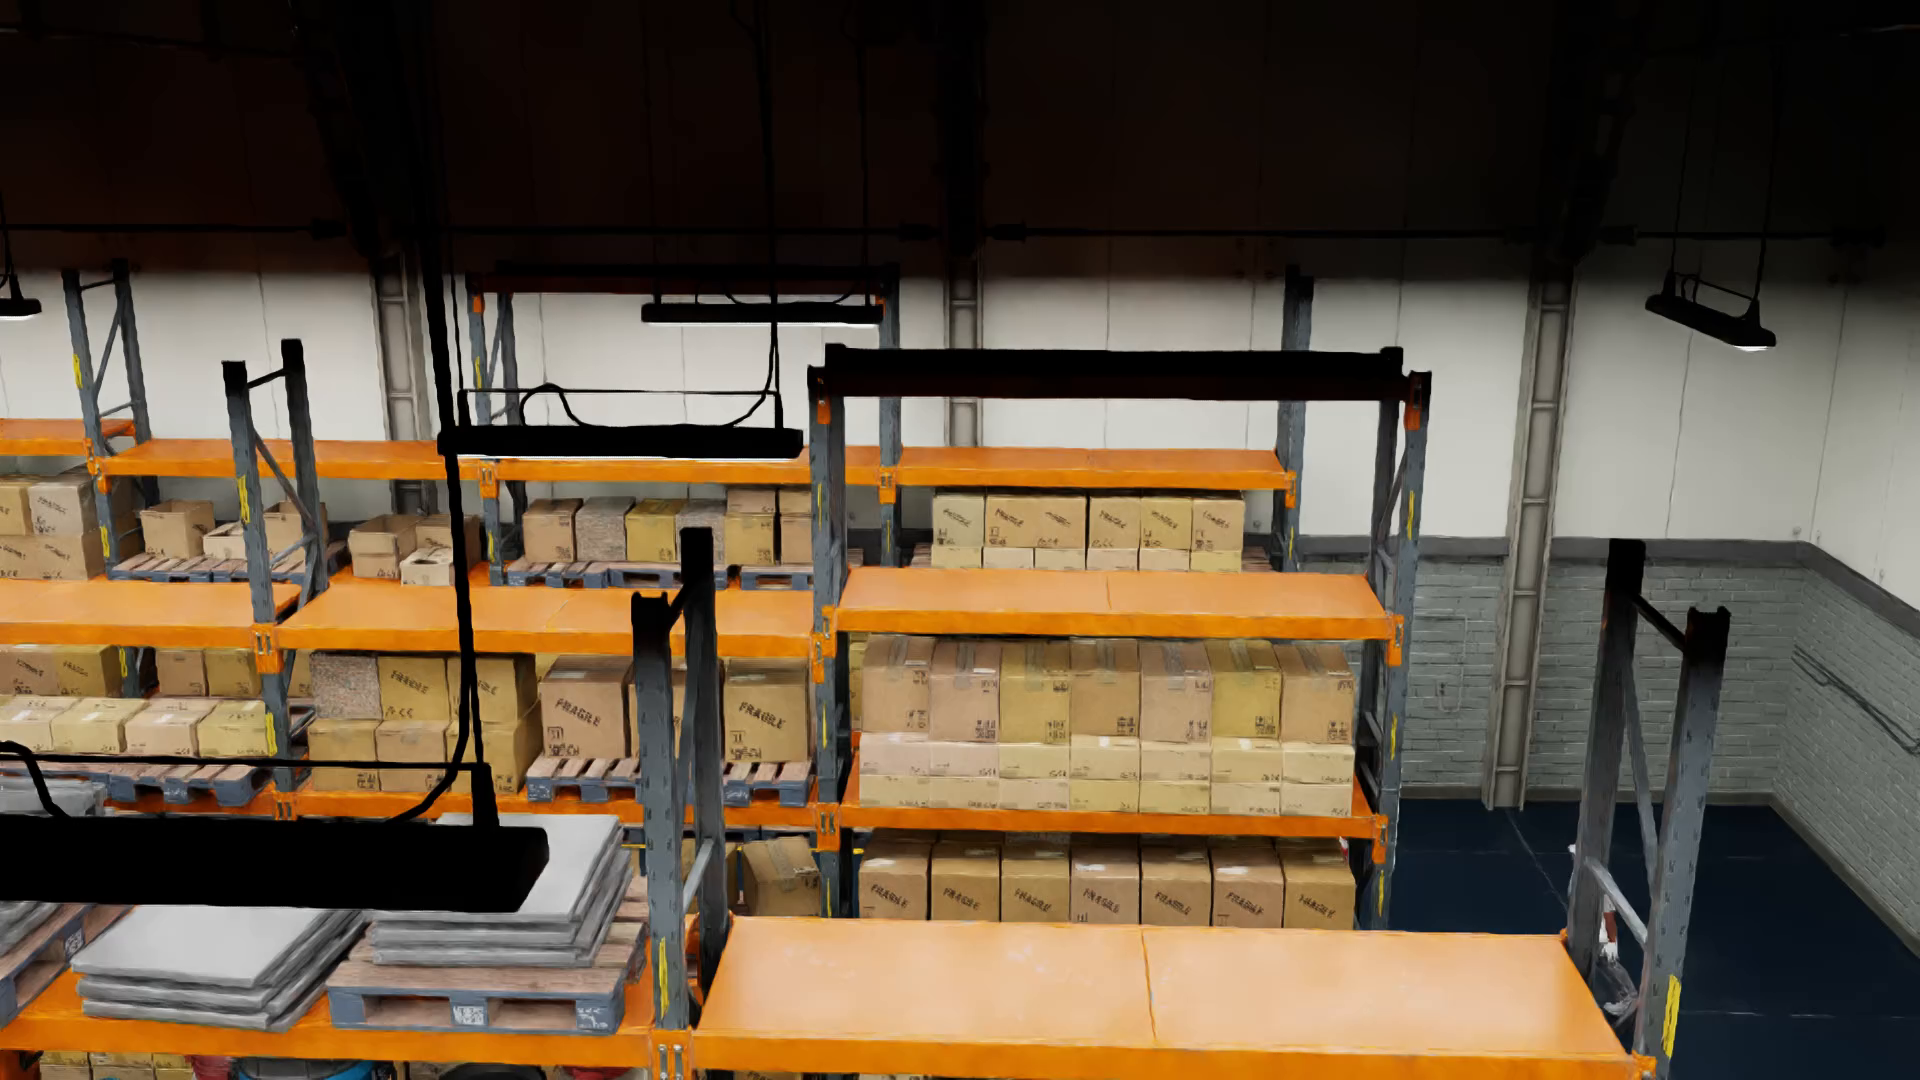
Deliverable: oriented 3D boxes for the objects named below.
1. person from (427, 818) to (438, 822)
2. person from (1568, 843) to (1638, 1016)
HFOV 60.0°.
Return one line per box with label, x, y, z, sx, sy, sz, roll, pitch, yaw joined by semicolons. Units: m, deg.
person;-4.586;3.108;14.995;1.110;1.590;0.446;1;16;5
person;5.314;3.299;14.140;1.122;1.706;0.562;2;16;5
